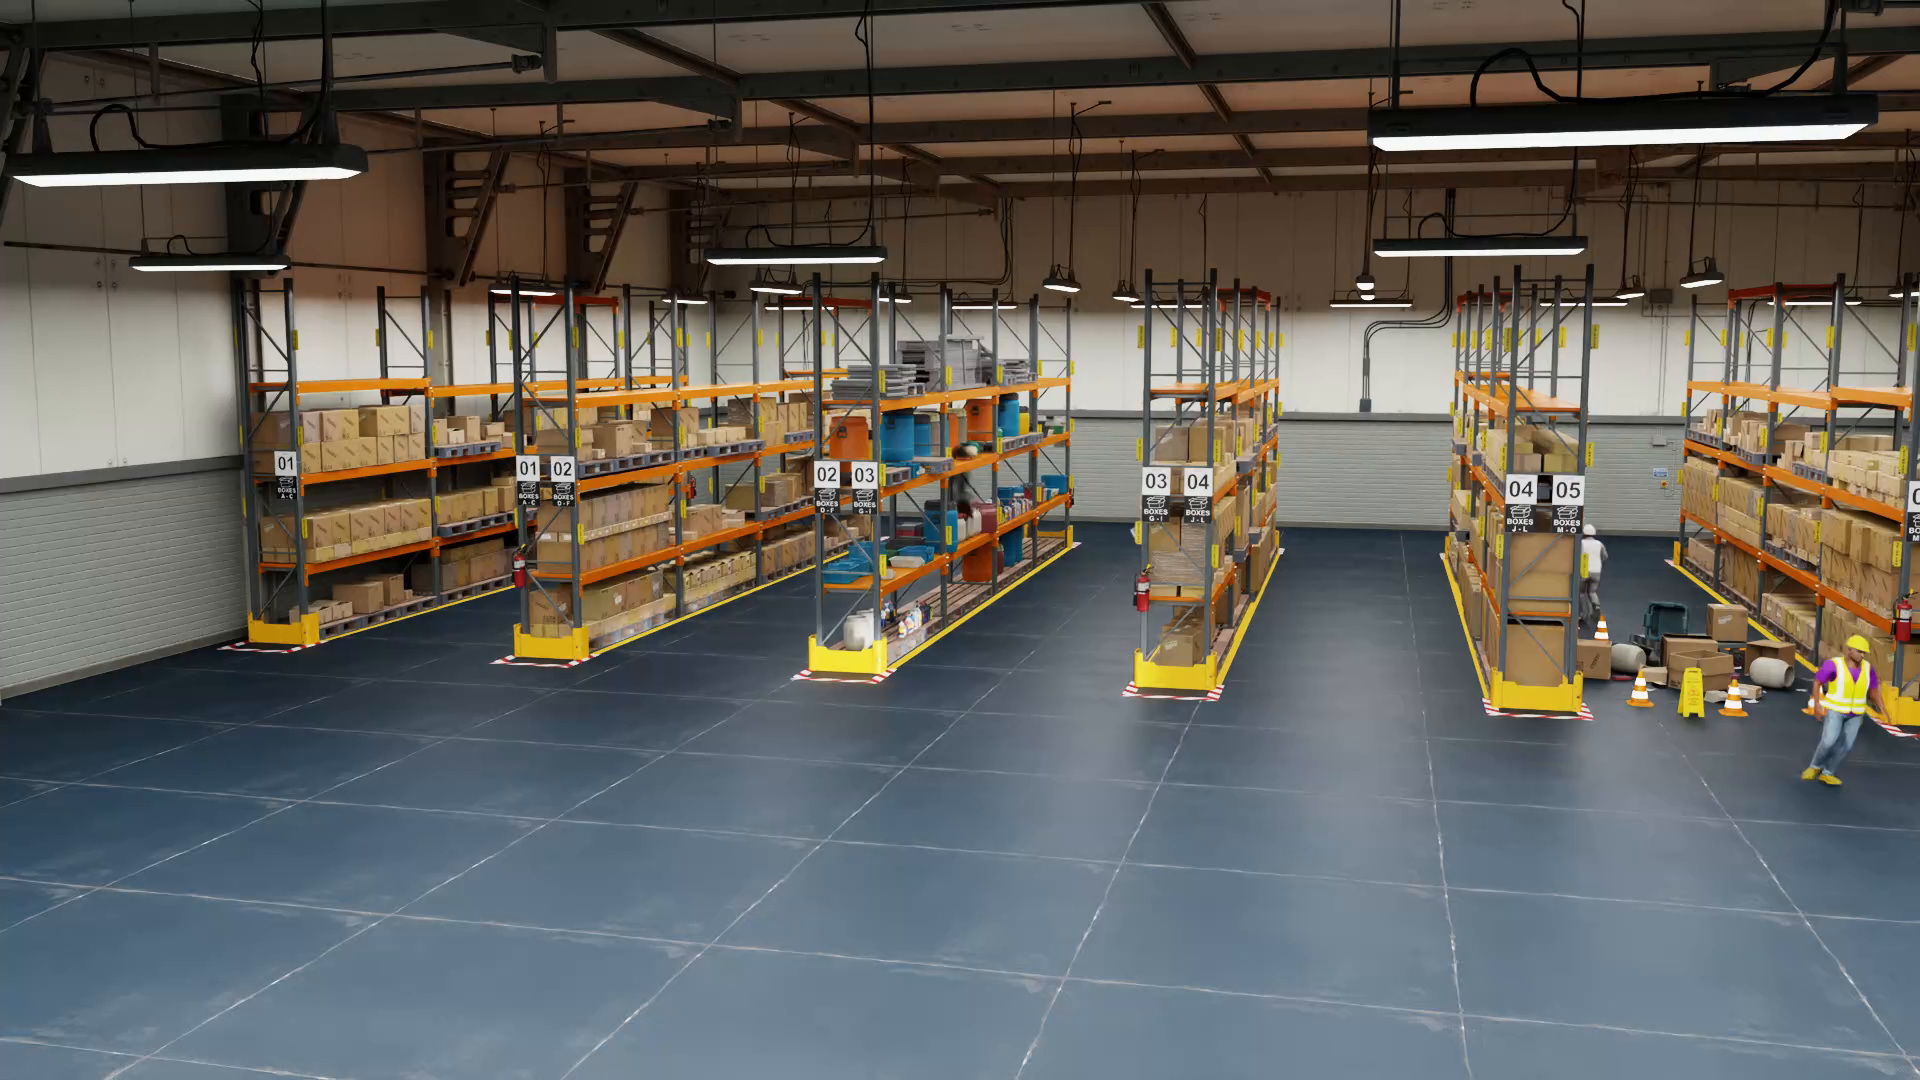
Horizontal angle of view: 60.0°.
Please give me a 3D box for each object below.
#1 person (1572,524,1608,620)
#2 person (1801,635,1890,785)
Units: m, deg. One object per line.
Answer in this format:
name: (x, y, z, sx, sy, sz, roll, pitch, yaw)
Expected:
person: (11.287, 0.592, 29.797, 0.654, 1.724, 0.756, 1, 7, 6)
person: (9.880, 1.918, 18.564, 0.737, 1.721, 0.664, 0, 7, -1)
